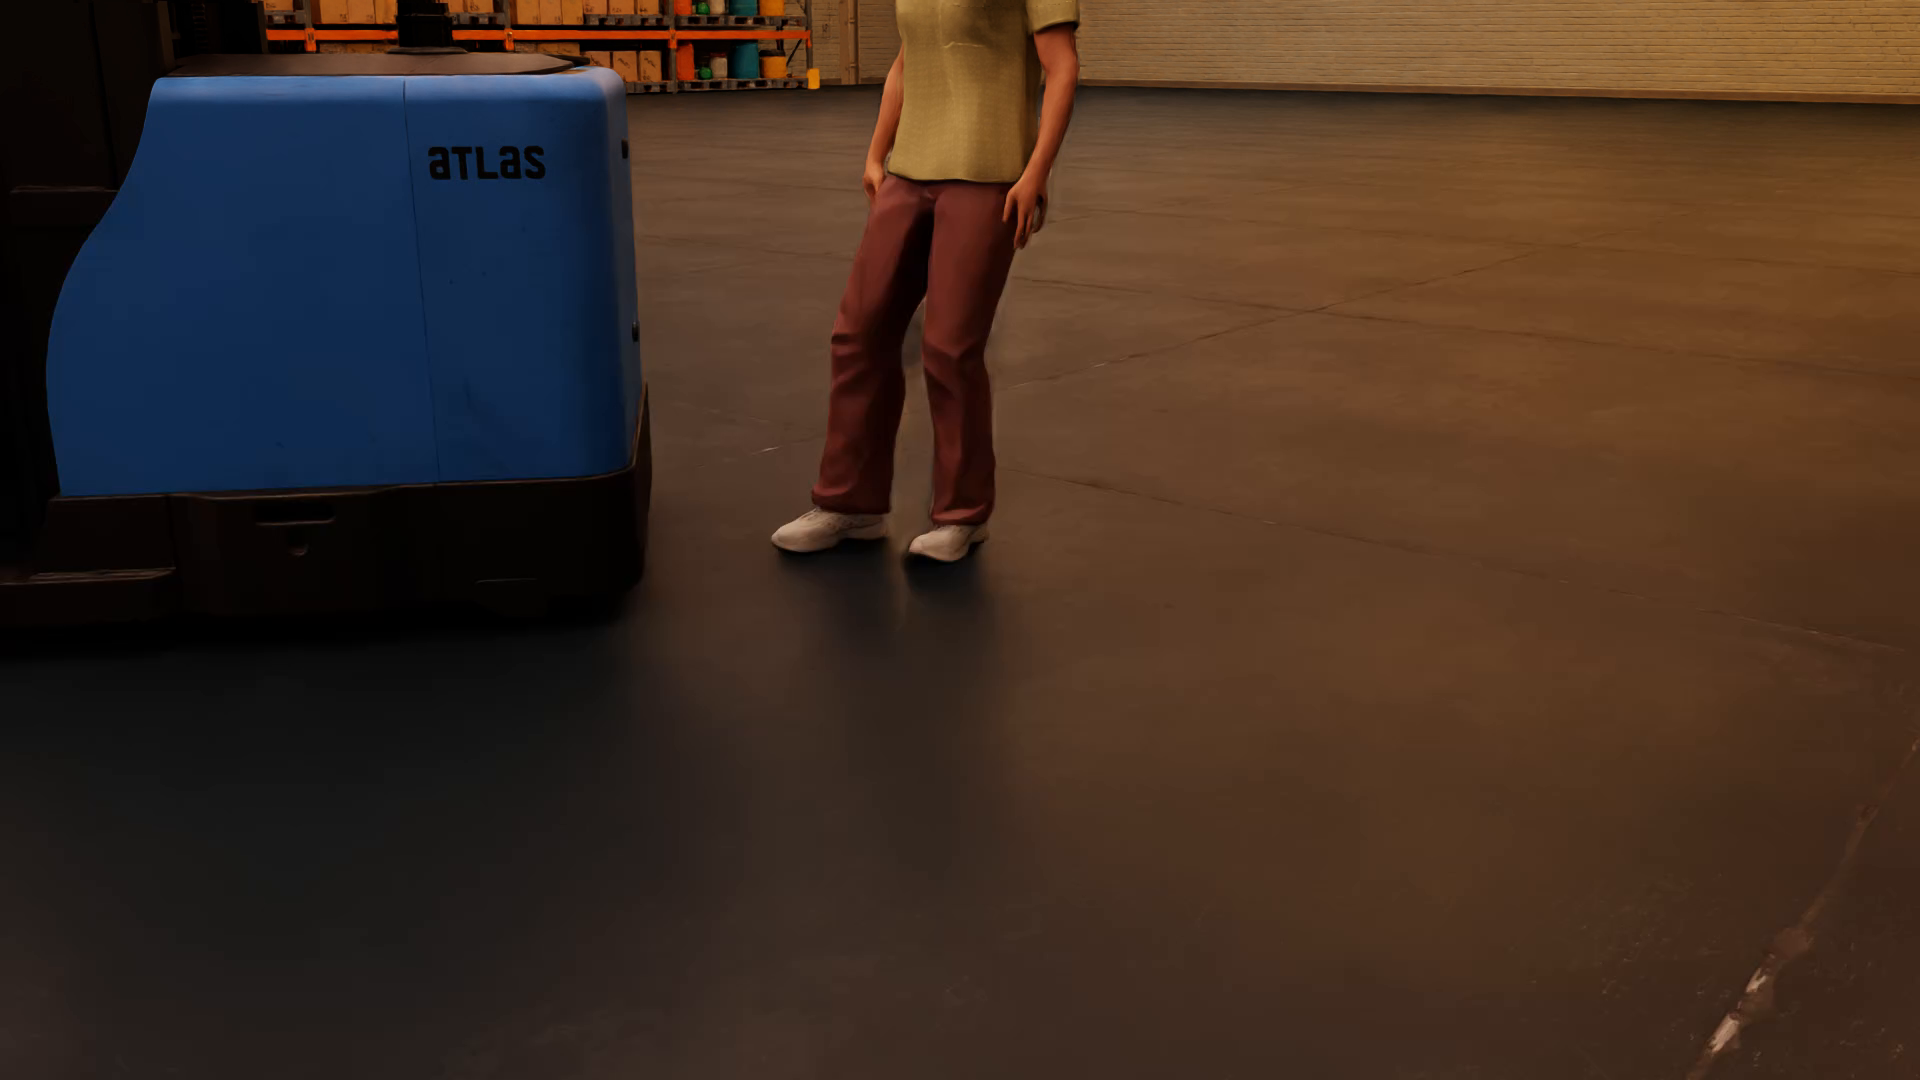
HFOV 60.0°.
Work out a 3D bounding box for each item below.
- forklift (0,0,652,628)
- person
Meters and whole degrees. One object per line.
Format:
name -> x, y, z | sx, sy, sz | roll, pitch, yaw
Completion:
forklift -> -2.220, -1.313, 3.221 | 3.031, 2.935, 1.130 | -3, 17, -8
person -> -0.055, -0.755, 3.611 | 0.585, 1.651, 0.552 | 15, 22, 40
